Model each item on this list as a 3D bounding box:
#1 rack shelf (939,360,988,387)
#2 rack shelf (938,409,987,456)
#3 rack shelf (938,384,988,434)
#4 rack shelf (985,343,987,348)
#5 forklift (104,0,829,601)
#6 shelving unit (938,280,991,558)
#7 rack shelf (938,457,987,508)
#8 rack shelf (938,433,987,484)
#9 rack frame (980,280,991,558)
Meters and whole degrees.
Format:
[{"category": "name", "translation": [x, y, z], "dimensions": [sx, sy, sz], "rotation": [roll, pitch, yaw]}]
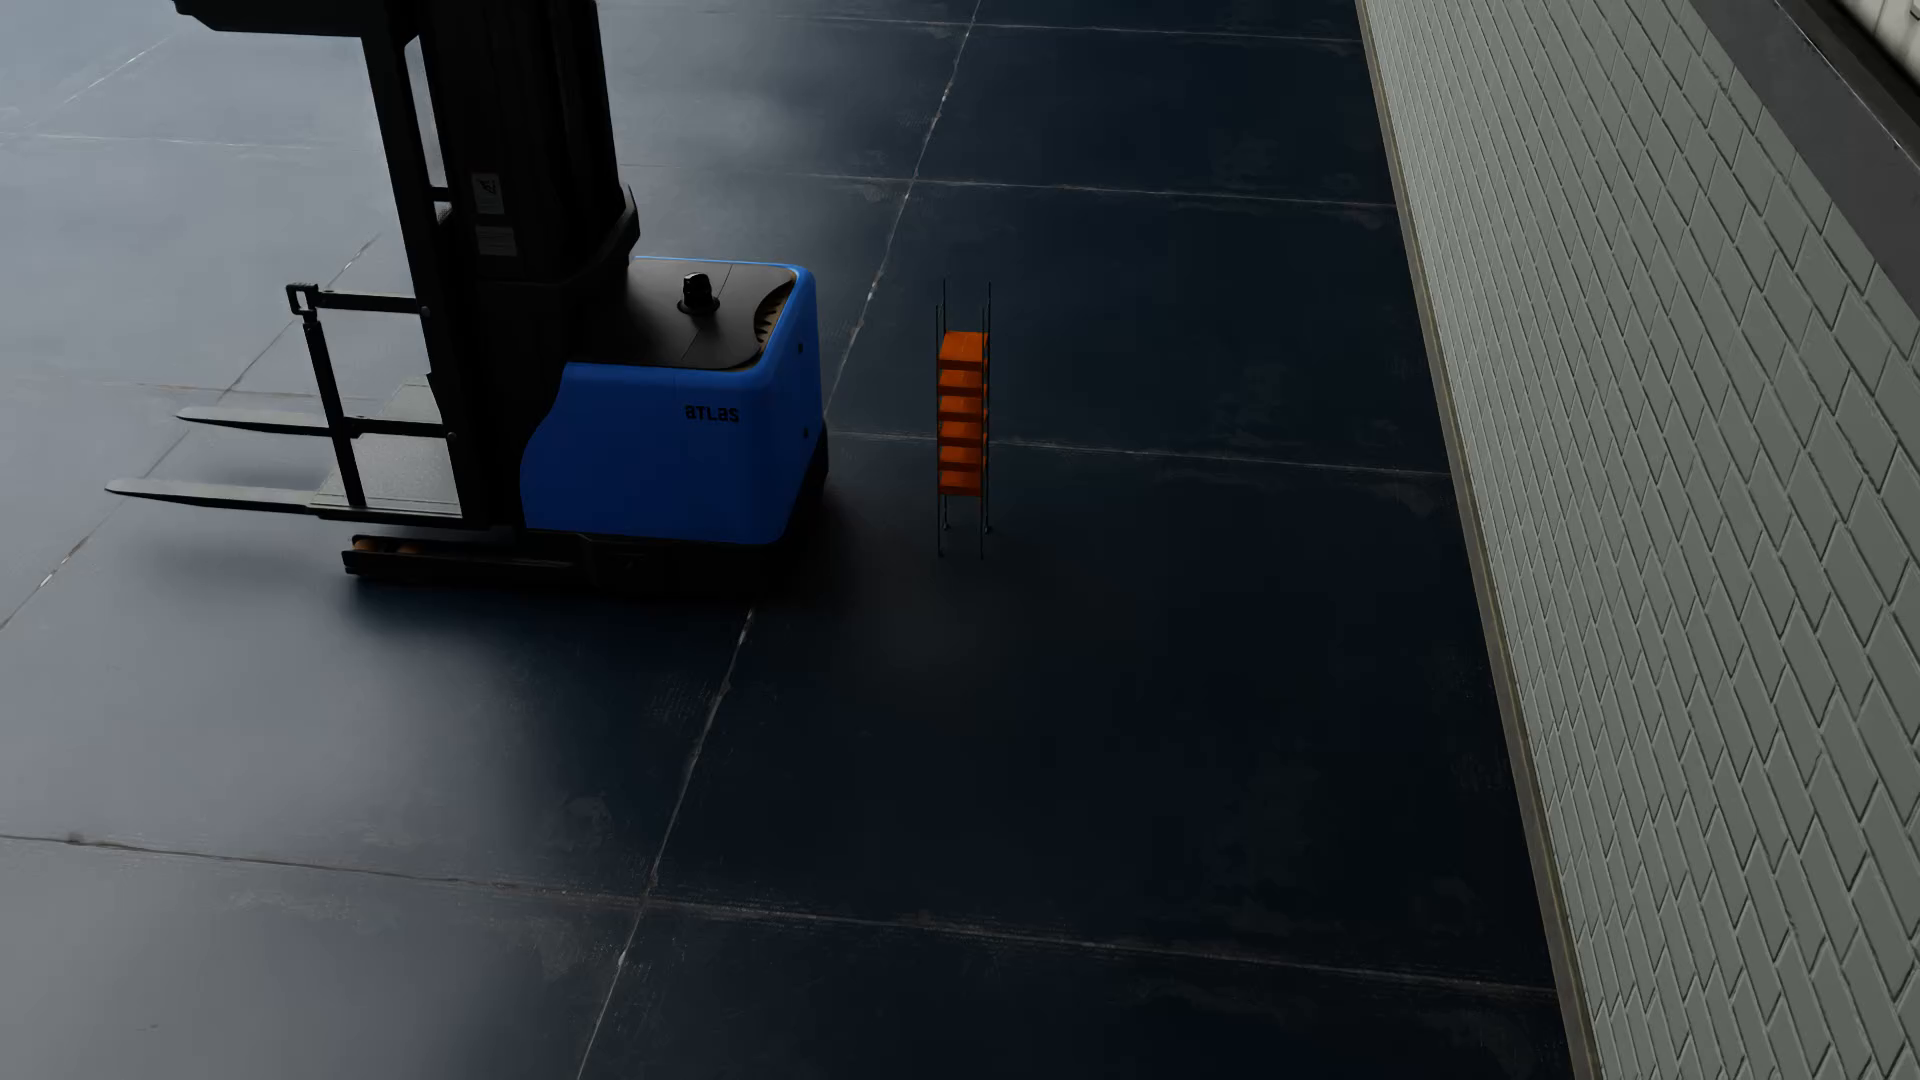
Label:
[{"category": "rack shelf", "translation": [0.014, -0.669, 6.771], "dimensions": [0.171, 0.034, 0.221], "rotation": [4, 36, 6]}, {"category": "rack shelf", "translation": [0.014, -0.451, 6.926], "dimensions": [0.180, 0.103, 0.258], "rotation": [4, 36, 6]}, {"category": "rack shelf", "translation": [0.014, -0.549, 6.856], "dimensions": [0.180, 0.103, 0.258], "rotation": [4, 36, 6]}, {"category": "rack shelf", "translation": [0.014, -0.760, 6.705], "dimensions": [0.166, 0.020, 0.199], "rotation": [4, 36, 6]}, {"category": "forklift", "translation": [-2.154, -1.261, 6.609], "dimensions": [3.031, 2.797, 1.129], "rotation": [4, 36, 6]}, {"category": "shelving unit", "translation": [0.017, -0.487, 6.900], "dimensions": [0.184, 1.200, 0.258], "rotation": [4, 36, 6]}, {"category": "rack shelf", "translation": [0.014, -0.256, 7.065], "dimensions": [0.180, 0.103, 0.258], "rotation": [4, 36, 6]}, {"category": "rack shelf", "translation": [0.014, -0.353, 6.995], "dimensions": [0.180, 0.103, 0.258], "rotation": [4, 36, 6]}, {"category": "rack frame", "translation": [0.105, -0.481, 6.890], "dimensions": [0.006, 1.200, 0.240], "rotation": [4, 36, 6]}]
